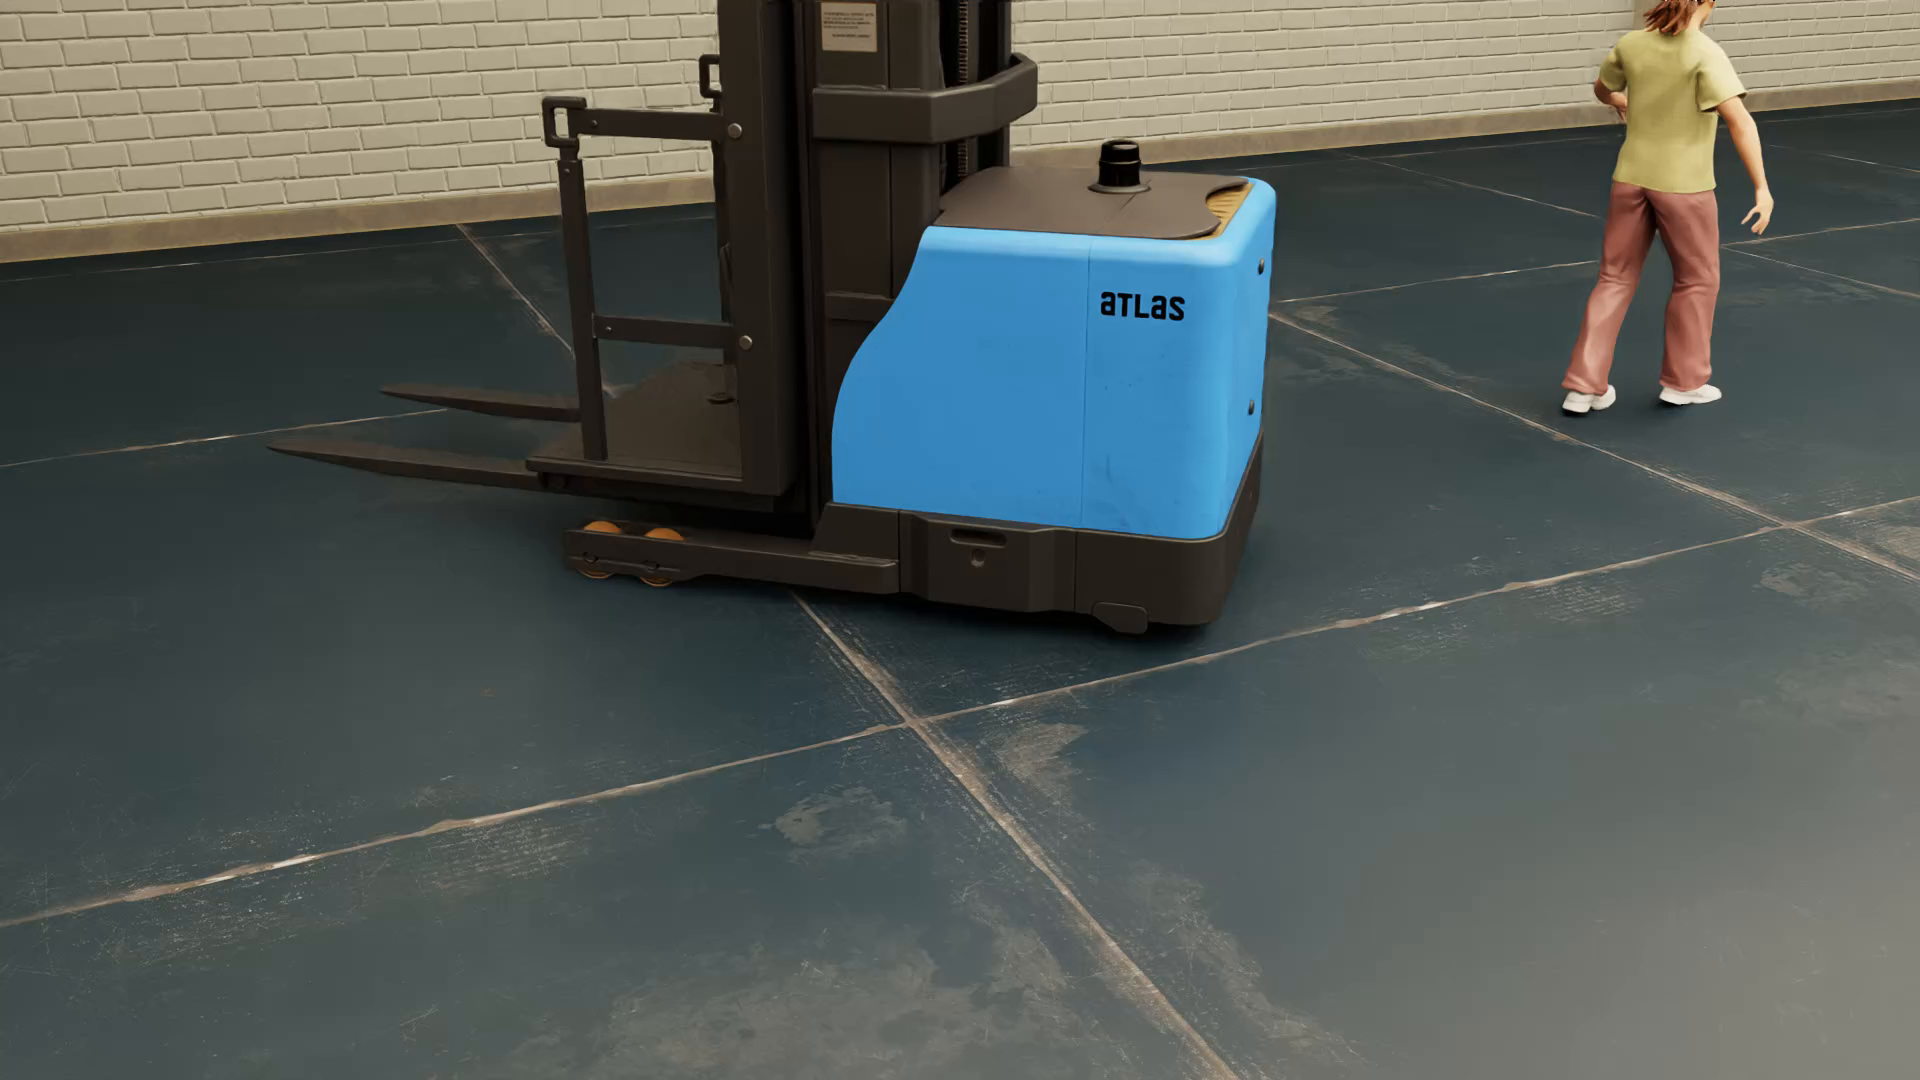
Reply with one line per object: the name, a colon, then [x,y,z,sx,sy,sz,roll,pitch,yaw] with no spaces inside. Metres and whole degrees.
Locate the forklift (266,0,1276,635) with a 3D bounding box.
forklift: [-0.642,-1.405,4.669,3.031,2.935,1.130,6,23,15]

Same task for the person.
person: [2.611,-1.263,6.029,0.716,1.663,0.885,-16,28,-34]
